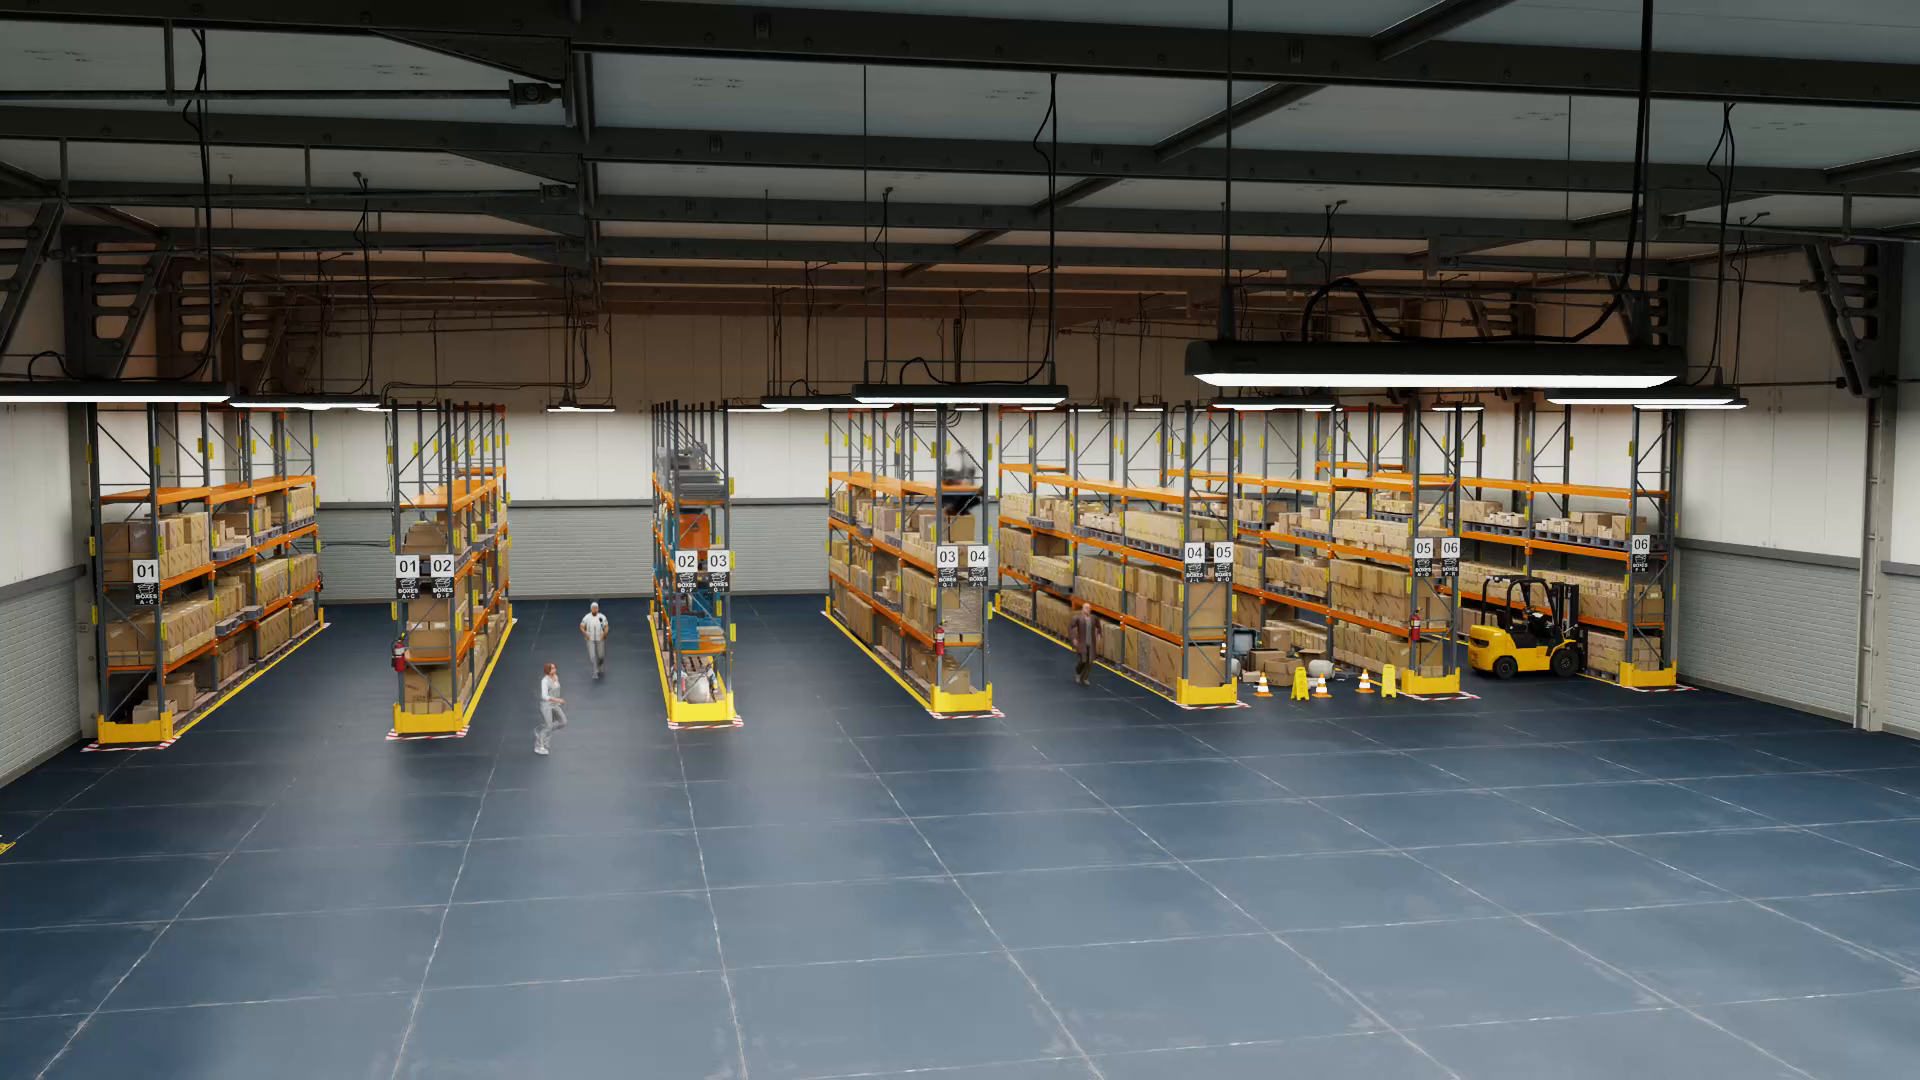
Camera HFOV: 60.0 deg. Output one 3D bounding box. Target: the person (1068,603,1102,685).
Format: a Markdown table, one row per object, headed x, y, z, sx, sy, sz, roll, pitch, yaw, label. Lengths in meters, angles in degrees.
| x | y | z | sx | sy | sz | roll | pitch | yaw | label |
| --- | --- | --- | --- | --- | --- | --- | --- | --- | --- |
| 2.684 | 2.203 | 35.152 | 0.722 | 1.746 | 0.628 | -1 | 5 | -17 | person |

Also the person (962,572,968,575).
| x | y | z | sx | sy | sz | roll | pitch | yaw | label |
| --- | --- | --- | --- | --- | --- | --- | --- | --- | --- |
| -0.026 | 1.242 | 48.065 | 0.708 | 1.721 | 0.568 | 1 | 4 | 10 | person |

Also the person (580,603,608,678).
| x | y | z | sx | sy | sz | roll | pitch | yaw | label |
| --- | --- | --- | --- | --- | --- | --- | --- | --- | --- |
| -7.981 | 2.183 | 36.293 | 0.613 | 1.639 | 0.531 | -1 | 4 | -14 | person |

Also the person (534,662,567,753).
| x | y | z | sx | sy | sz | roll | pitch | yaw | label |
| --- | --- | --- | --- | --- | --- | --- | --- | --- | --- |
| -6.893 | 2.830 | 28.103 | 0.643 | 1.556 | 0.566 | 2 | 5 | 19 | person |
